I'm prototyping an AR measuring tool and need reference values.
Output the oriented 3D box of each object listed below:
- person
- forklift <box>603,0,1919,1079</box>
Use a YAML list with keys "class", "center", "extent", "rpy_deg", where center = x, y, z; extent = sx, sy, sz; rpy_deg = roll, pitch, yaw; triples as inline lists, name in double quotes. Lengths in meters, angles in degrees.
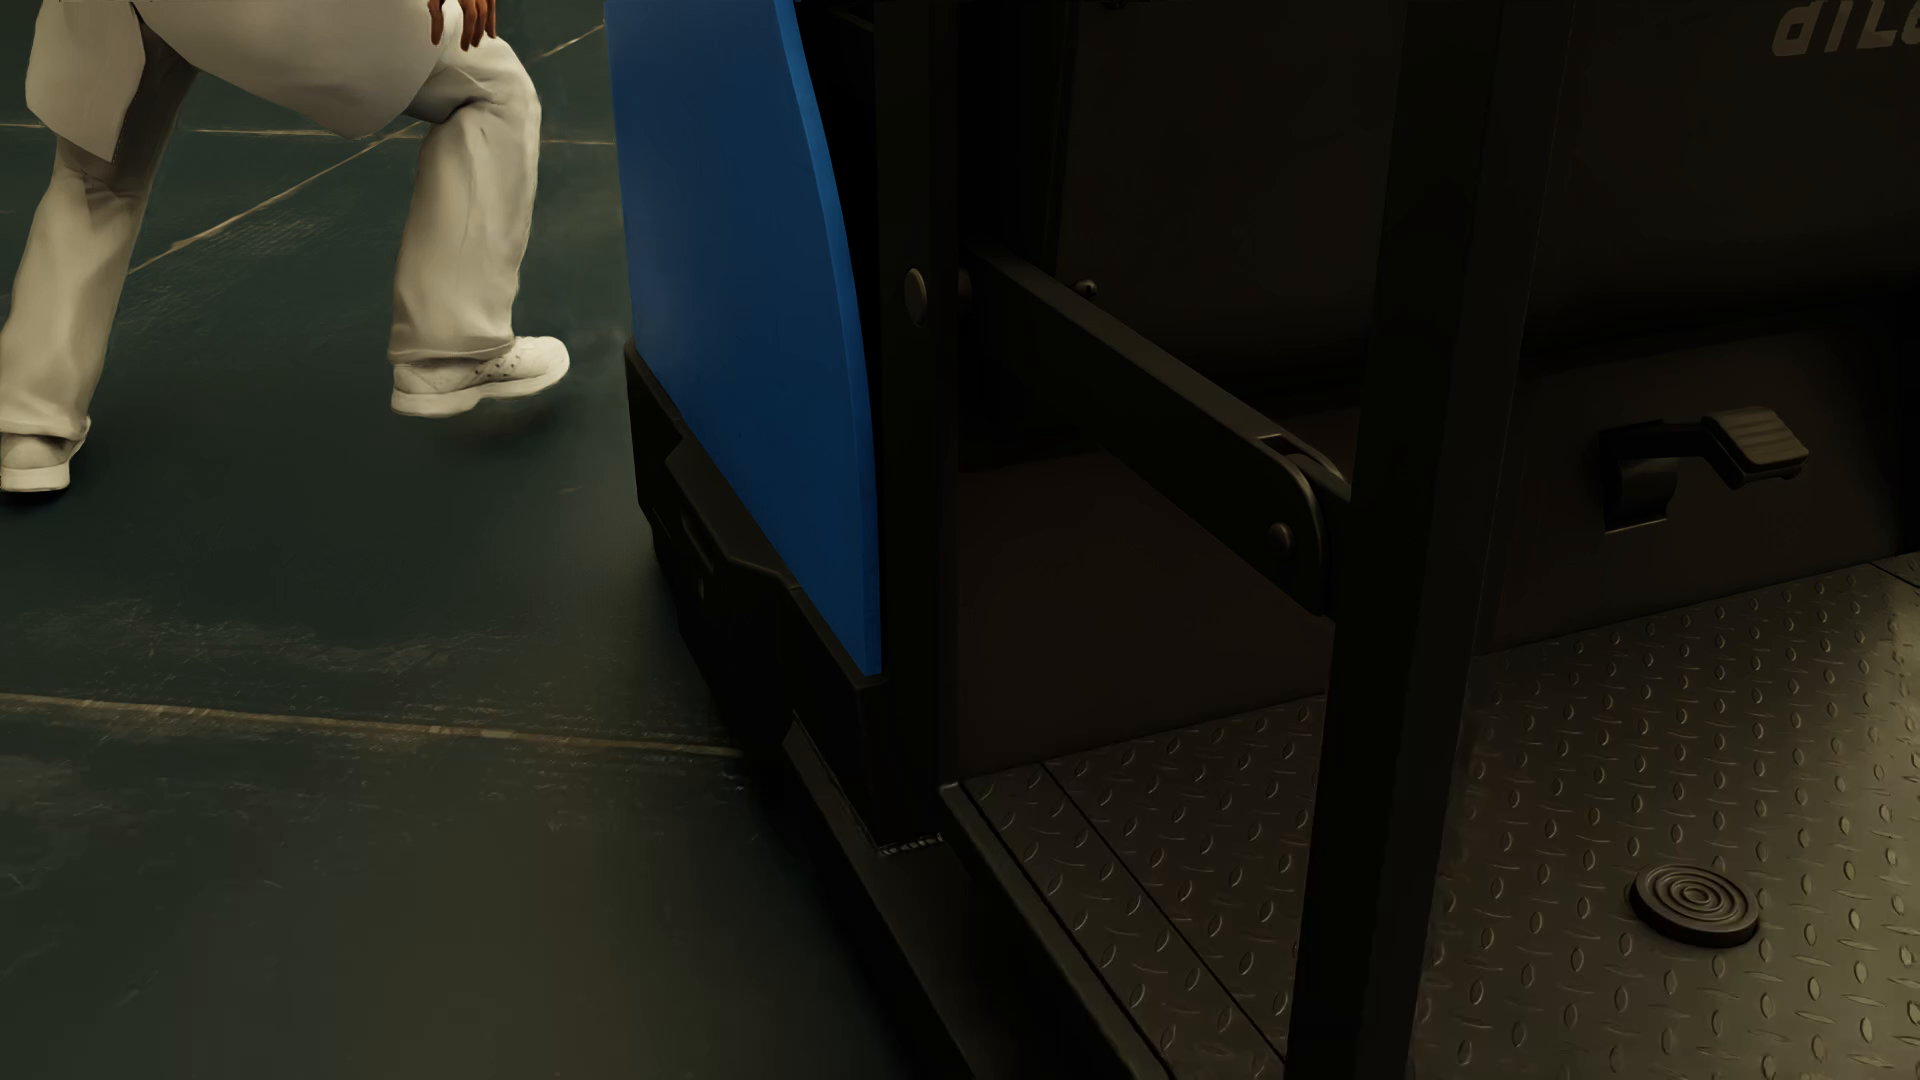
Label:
- class: "person"
  center: [-1.186, -0.888, 2.486]
  extent: [1.003, 1.645, 0.714]
  rpy_deg: [9, 28, 18]
- class: "forklift"
  center: [0.558, -0.806, 0.832]
  extent: [1.130, 2.935, 3.031]
  rpy_deg: [-11, 28, -20]
